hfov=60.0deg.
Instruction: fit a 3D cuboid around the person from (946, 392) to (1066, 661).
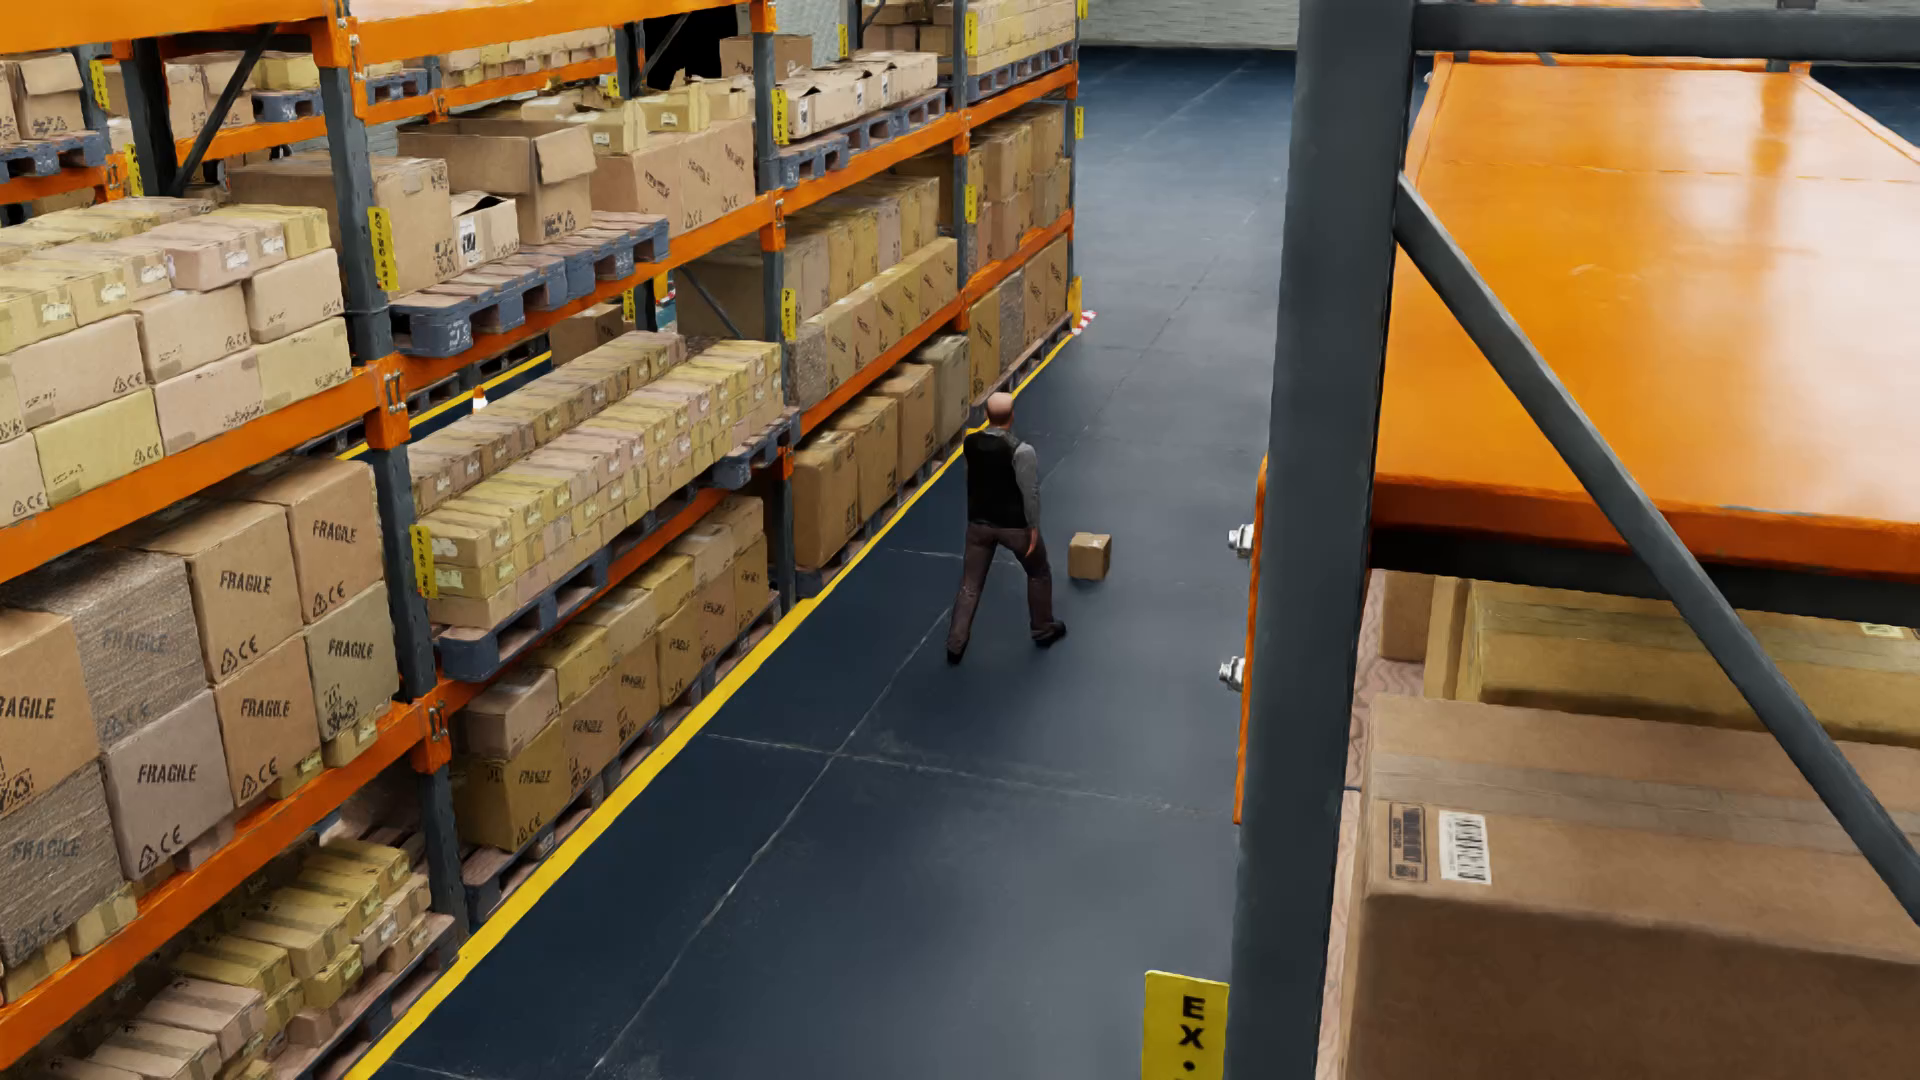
[{"bbox_3d":[0.275,-0.095,10.402,0.599,1.687,0.800,11,24,25],"label":"person"}]
